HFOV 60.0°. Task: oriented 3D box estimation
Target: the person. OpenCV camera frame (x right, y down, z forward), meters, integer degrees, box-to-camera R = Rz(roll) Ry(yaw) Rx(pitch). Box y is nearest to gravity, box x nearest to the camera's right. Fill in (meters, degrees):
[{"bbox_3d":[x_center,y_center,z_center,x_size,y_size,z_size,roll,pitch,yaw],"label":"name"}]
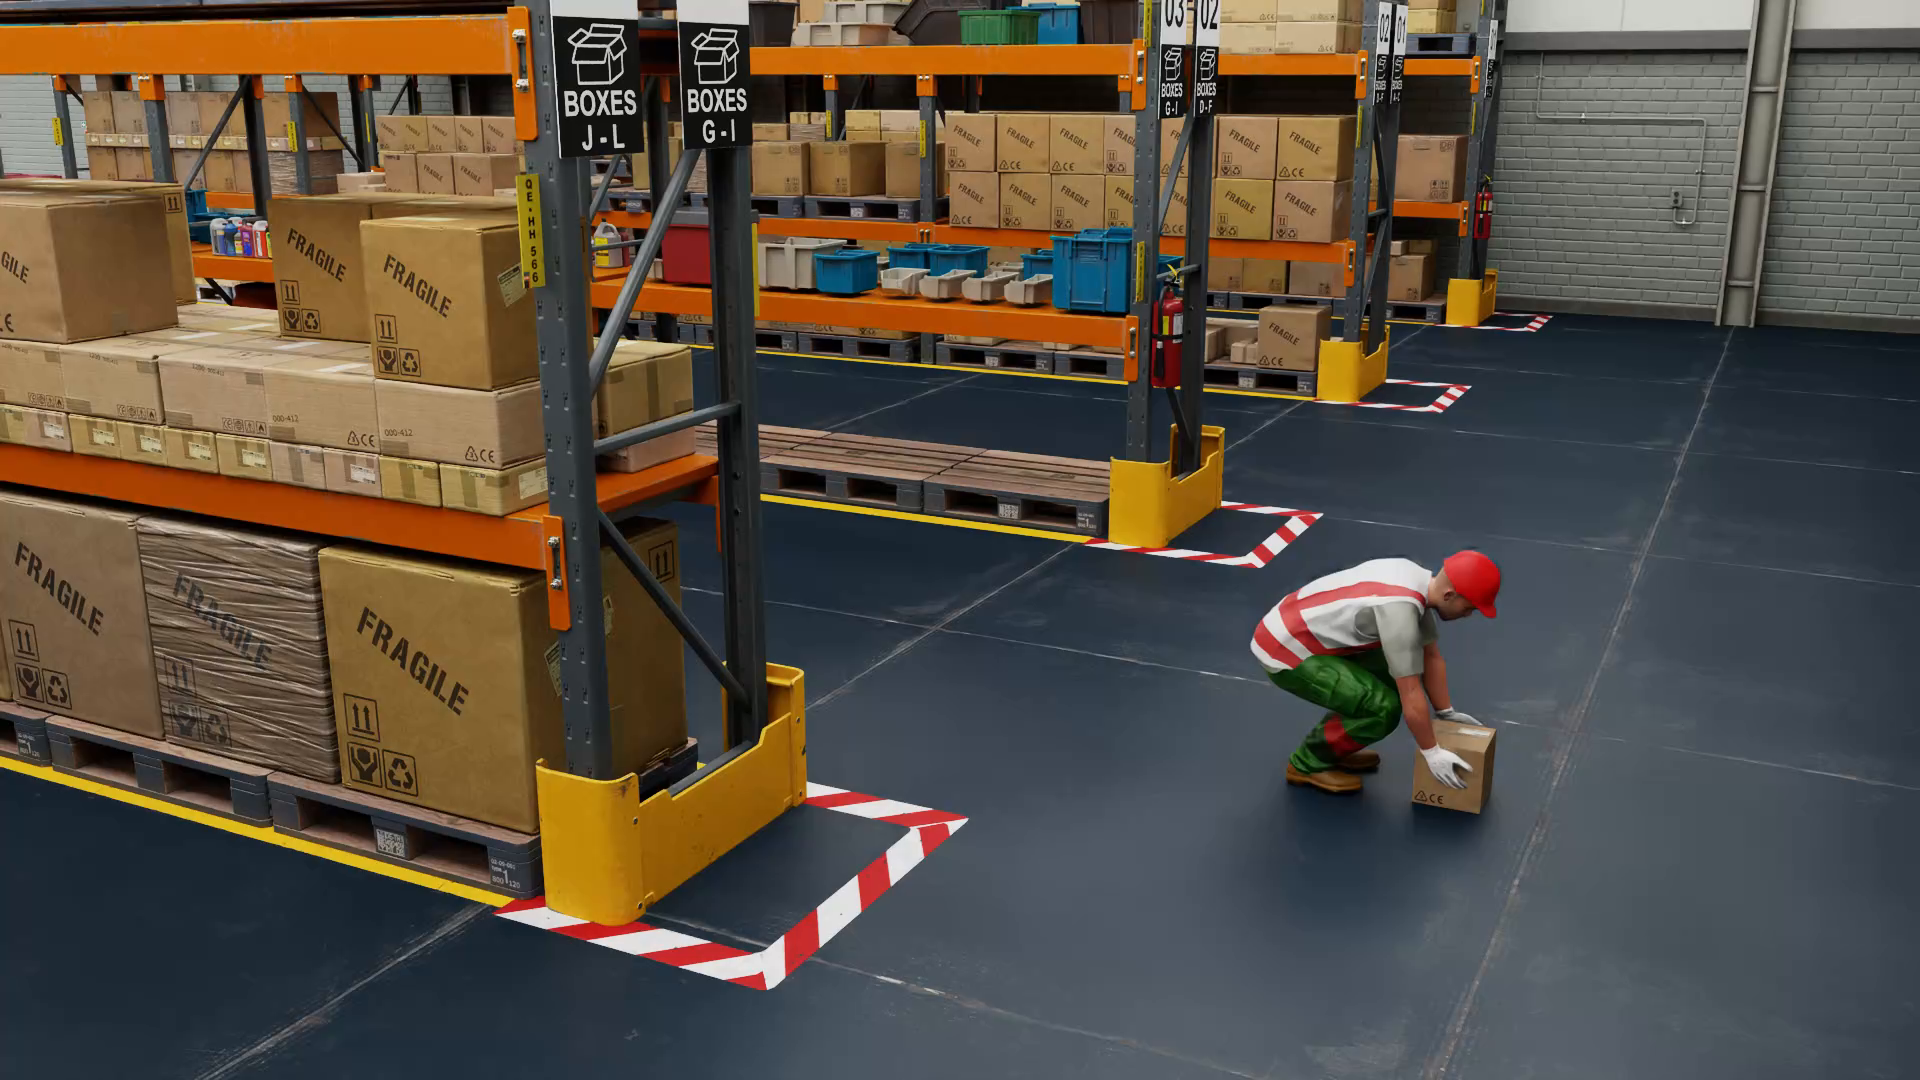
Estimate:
[{"bbox_3d":[1.573,0.468,6.366,0.882,0.955,0.570,8,17,25],"label":"person"}]
